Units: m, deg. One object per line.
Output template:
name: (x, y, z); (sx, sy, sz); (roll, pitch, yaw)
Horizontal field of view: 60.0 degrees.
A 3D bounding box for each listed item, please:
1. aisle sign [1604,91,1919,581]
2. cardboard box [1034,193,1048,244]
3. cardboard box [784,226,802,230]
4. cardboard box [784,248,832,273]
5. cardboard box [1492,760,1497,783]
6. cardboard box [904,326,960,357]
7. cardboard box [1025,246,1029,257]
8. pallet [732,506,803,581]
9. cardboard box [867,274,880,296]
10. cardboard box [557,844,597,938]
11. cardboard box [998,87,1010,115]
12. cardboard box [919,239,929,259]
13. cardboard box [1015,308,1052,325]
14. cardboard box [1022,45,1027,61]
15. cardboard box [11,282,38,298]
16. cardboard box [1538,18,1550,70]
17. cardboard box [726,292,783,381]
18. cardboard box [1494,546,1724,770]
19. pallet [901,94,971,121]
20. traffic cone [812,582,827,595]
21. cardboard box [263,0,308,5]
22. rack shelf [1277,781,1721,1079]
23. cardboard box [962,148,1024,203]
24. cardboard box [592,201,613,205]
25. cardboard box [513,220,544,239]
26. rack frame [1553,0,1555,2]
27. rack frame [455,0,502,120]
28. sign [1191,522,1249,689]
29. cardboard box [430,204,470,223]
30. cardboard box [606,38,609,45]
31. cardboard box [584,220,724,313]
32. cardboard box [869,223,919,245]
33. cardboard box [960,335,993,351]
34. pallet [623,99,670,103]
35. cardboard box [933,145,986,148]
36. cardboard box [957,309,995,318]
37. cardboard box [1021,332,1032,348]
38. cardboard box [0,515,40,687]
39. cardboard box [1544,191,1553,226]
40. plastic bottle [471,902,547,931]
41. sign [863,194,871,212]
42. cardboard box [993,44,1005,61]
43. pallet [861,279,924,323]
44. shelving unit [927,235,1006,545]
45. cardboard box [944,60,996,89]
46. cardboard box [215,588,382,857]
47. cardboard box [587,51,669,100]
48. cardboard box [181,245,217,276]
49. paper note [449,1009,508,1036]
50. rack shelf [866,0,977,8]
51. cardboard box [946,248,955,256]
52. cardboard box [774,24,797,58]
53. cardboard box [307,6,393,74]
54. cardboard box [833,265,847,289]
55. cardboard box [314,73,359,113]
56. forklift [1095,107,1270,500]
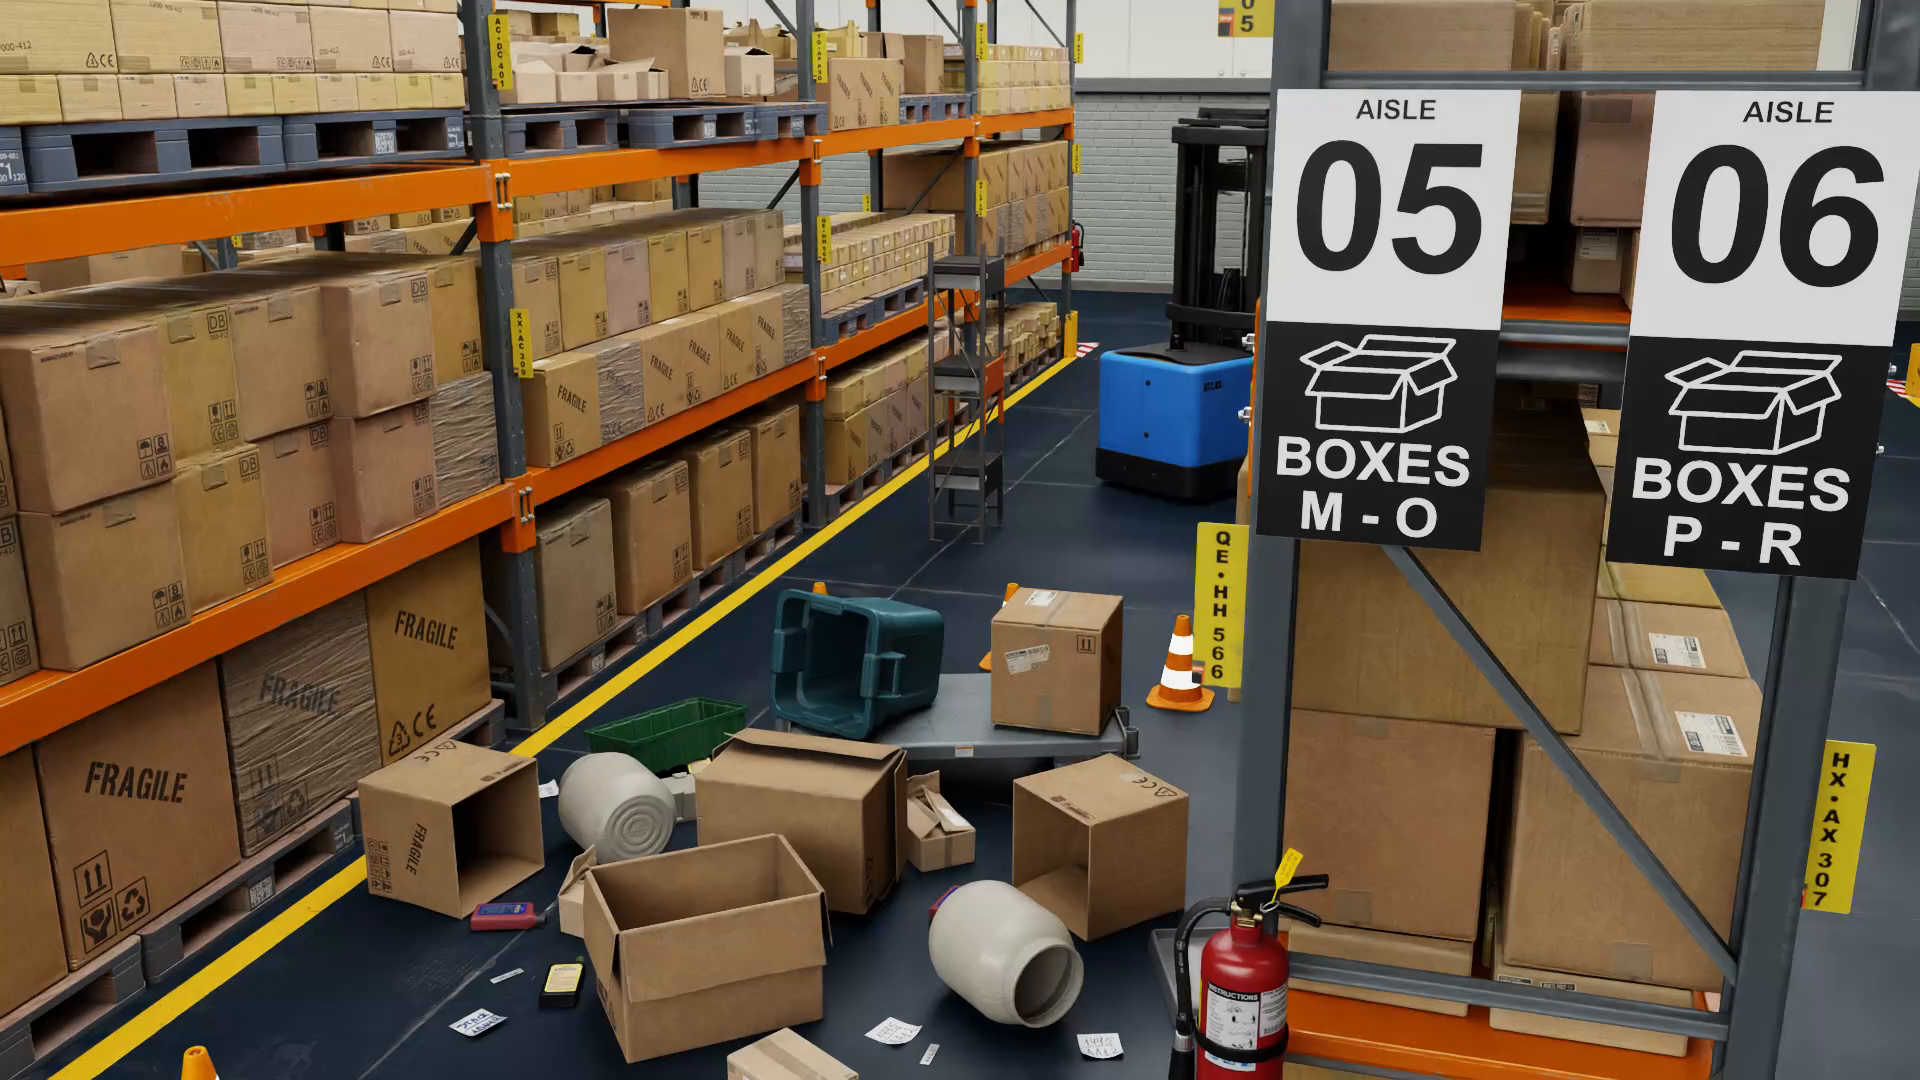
aisle sign: (1.305, -0.327, 2.719); (0.394, 0.787, 0.004); (5, 16, 16)
cardboard box: (0.631, -3.445, 17.751); (0.500, 0.500, 0.500); (5, 16, 16)
cardboard box: (-1.331, -2.504, 13.760); (0.380, 0.149, 0.250); (5, 17, 18)
cardboard box: (-1.157, -2.041, 12.128); (0.380, 0.149, 0.250); (5, 16, 16)
cardboard box: (1.707, 0.595, 4.696); (0.380, 0.149, 0.250); (5, 17, 18)
cardboard box: (-0.308, -1.759, 14.970); (0.500, 0.250, 0.500); (4, 16, 14)
cardboard box: (0.526, -3.101, 17.727); (0.380, 0.149, 0.250); (4, 16, 14)
pallet: (-1.772, -0.025, 11.529); (1.003, 0.211, 1.213); (5, 16, 16)
cardboard box: (-0.854, -2.030, 13.182); (0.380, 0.149, 0.250); (5, 17, 18)
cardboard box: (-1.335, 1.388, 6.450); (0.396, 0.266, 0.258); (8, 18, 25)
cardboard box: (0.179, -4.216, 15.975); (0.500, 0.250, 0.500); (4, 16, 15)
cardboard box: (-0.483, -2.512, 14.335); (0.380, 0.149, 0.250); (4, 16, 14)
cardboard box: (0.812, -2.479, 18.438); (0.380, 0.149, 0.250); (4, 16, 15)
cardboard box: (0.457, -4.883, 16.680); (0.380, 0.149, 0.250); (4, 16, 14)
cardboard box: (-6.417, -1.658, 11.654); (0.396, 0.266, 0.258); (4, 16, 14)
cardboard box: (1.301, -1.258, 4.270); (0.380, 0.149, 0.250); (4, 16, 14)
cardboard box: (-1.489, -1.346, 10.893); (0.500, 0.500, 0.500); (5, 16, 16)
cardboard box: (1.714, 0.321, 4.472); (0.500, 0.500, 0.500); (4, 16, 15)
pallet: (-0.616, -3.812, 14.621); (1.213, 0.211, 1.003); (5, 16, 16)
traffic cone: (-0.783, 0.467, 9.336); (0.336, 0.463, 0.334); (5, 16, 16)
cardboard box: (-2.698, -2.090, 6.252); (0.380, 0.149, 0.250); (5, 16, 16)
rack shelf: (1.594, 0.707, 5.159); (1.077, 0.370, 4.000); (5, 16, 16)
cardboard box: (0.329, -3.651, 16.642); (0.500, 0.500, 0.500); (5, 17, 17)
cardboard box: (-4.465, -3.900, 19.813); (0.500, 0.250, 0.500); (4, 16, 15)
cardboard box: (-4.681, -3.198, 17.336); (0.500, 0.250, 0.500); (4, 16, 15)
rack frame: (4.436, -5.142, 13.466); (1.000, 3.000, 0.127); (5, 16, 16)
rack frame: (-2.612, -3.406, 7.347); (1.000, 3.000, 0.127); (5, 16, 16)
sign: (0.499, 0.127, 3.185); (0.100, 0.325, 0.005); (5, 16, 16)
cardboard box: (-5.239, -3.387, 16.252); (0.797, 0.503, 0.637); (4, 16, 14)
cardboard box: (-4.301, -5.534, 19.209); (0.700, 0.500, 0.500); (4, 16, 14)
cardboard box: (-1.899, -1.712, 10.353); (0.700, 0.500, 0.500); (4, 16, 15)
cardboard box: (-0.564, -2.590, 14.063); (0.380, 0.149, 0.250); (4, 16, 14)
cardboard box: (0.117, -1.941, 16.541); (0.380, 0.149, 0.250); (4, 16, 15)
pallet: (-4.130, -5.276, 19.599); (1.003, 0.211, 1.213); (5, 16, 16)
cardboard box: (-0.032, -3.834, 17.290); (0.500, 0.500, 0.500); (4, 16, 14)
cardboard box: (0.175, -2.457, 18.359); (0.380, 0.149, 0.250); (4, 16, 13)
cardboard box: (0.550, -2.135, 17.768); (0.380, 0.149, 0.250); (5, 17, 19)
cardboard box: (-3.552, 0.208, 5.324); (0.875, 0.550, 0.550); (5, 16, 16)
cardboard box: (1.834, -0.982, 4.756); (0.380, 0.149, 0.250); (4, 16, 15)
plastic bottle: (-1.759, 1.475, 6.517); (0.283, 0.061, 0.133); (-1, 16, -3)
sign: (-0.861, -3.070, 15.568); (0.100, 0.325, 0.005); (5, 16, 16)
cardboard box: (0.220, -4.677, 15.952); (0.380, 0.149, 0.250); (4, 16, 14)
pallet: (-0.952, -1.995, 13.719); (1.003, 0.211, 1.213); (5, 16, 16)
shelving unit: (0.047, -1.053, 11.696); (0.431, 2.100, 0.503); (5, 16, 16)
cardboard box: (0.028, -4.332, 15.466); (0.500, 0.250, 0.500); (5, 17, 18)
cardboard box: (-3.111, 0.695, 7.005); (0.875, 0.875, 0.875); (5, 17, 16)
cardboard box: (-1.877, -2.622, 9.372); (0.396, 0.266, 0.258); (5, 16, 16)
cardboard box: (-6.300, -2.174, 13.814); (0.500, 0.500, 0.500); (5, 17, 18)
paper note: (-1.687, 1.688, 5.825); (0.144, 0.017, 0.142); (11, 19, 35)
rack shelf: (-0.907, -4.437, 13.034); (1.077, 0.370, 4.000); (5, 16, 16)
cardboard box: (-0.262, -2.575, 15.101); (0.380, 0.149, 0.250); (4, 16, 15)
cardboard box: (-1.264, -3.890, 12.964); (0.396, 0.266, 0.258); (5, 16, 16)
cardboard box: (-2.650, -2.003, 6.675); (0.500, 0.250, 0.500); (5, 16, 16)
cardboard box: (-1.071, -1.973, 12.433); (0.380, 0.149, 0.250); (5, 17, 19)
cardboard box: (-2.625, -1.772, 6.589); (0.380, 0.149, 0.250); (5, 16, 16)
forklift: (2.519, -2.032, 13.622); (3.031, 2.935, 1.130); (-14, 21, -40)
